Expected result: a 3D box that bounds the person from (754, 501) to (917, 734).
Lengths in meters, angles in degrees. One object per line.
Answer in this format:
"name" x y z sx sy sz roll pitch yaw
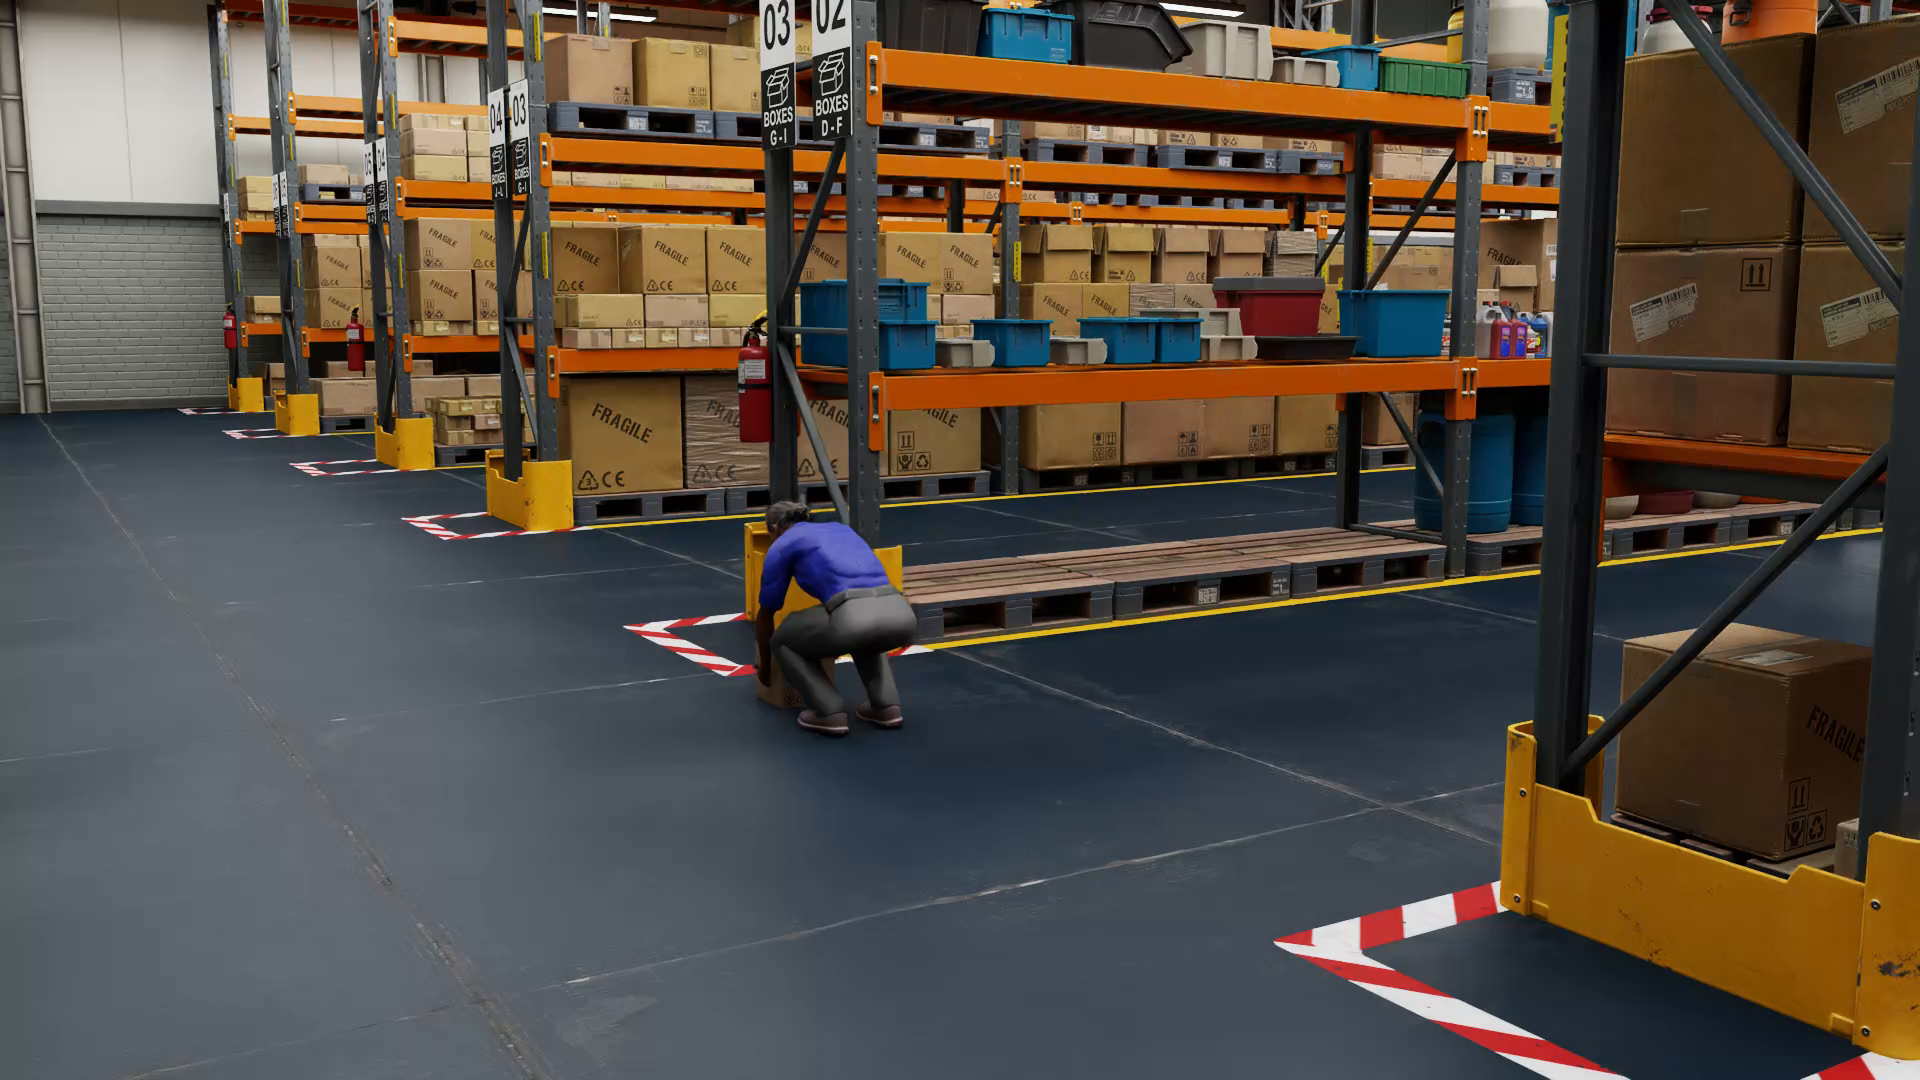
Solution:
"person" -0.515 0.297 6.611 0.480 0.860 0.821 -5 10 -31
